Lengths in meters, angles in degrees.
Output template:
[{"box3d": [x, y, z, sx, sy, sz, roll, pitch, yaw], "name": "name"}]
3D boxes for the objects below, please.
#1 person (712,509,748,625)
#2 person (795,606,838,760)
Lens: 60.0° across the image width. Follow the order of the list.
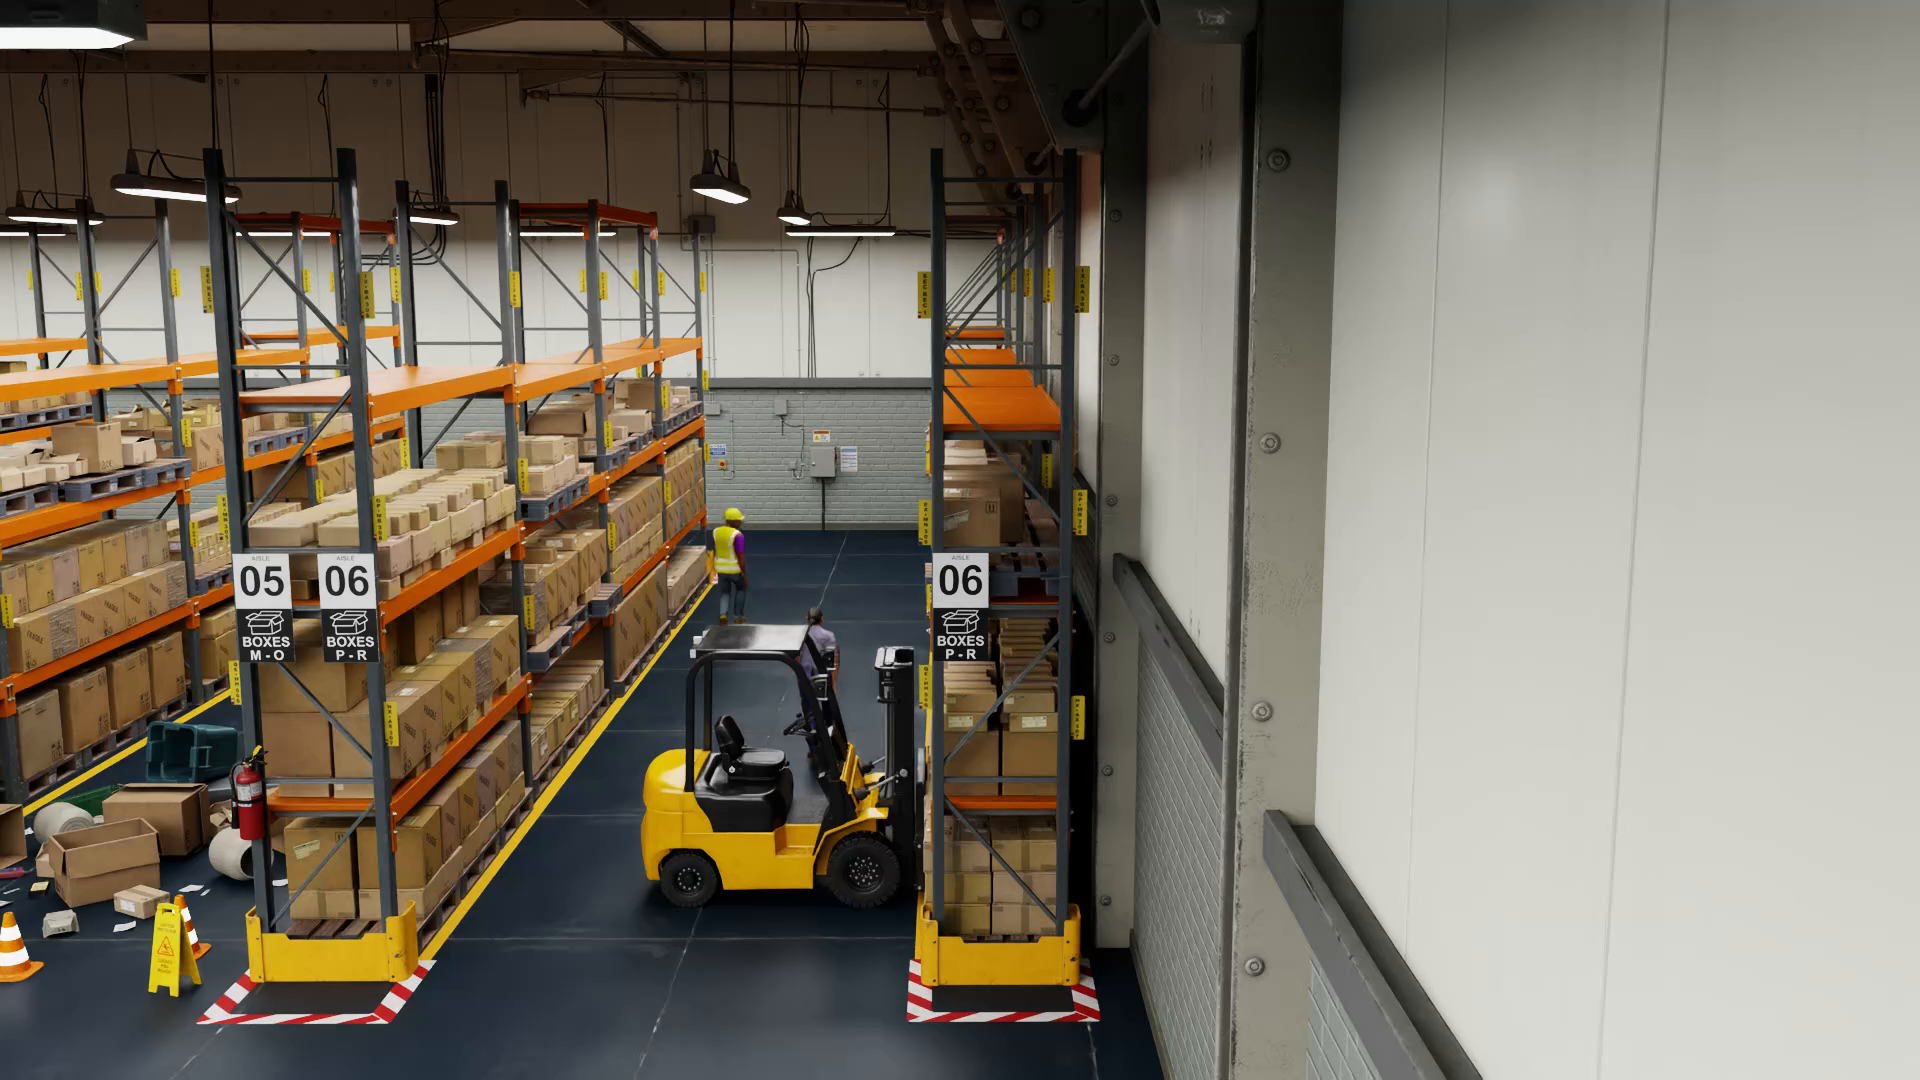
[{"box3d": [-3.145, 0.398, 23.105, 0.579, 1.710, 0.764, 3, 10, 16], "name": "person"}, {"box3d": [-1.560, 1.511, 17.835, 0.470, 1.646, 0.822, -2, 9, -11], "name": "person"}]
